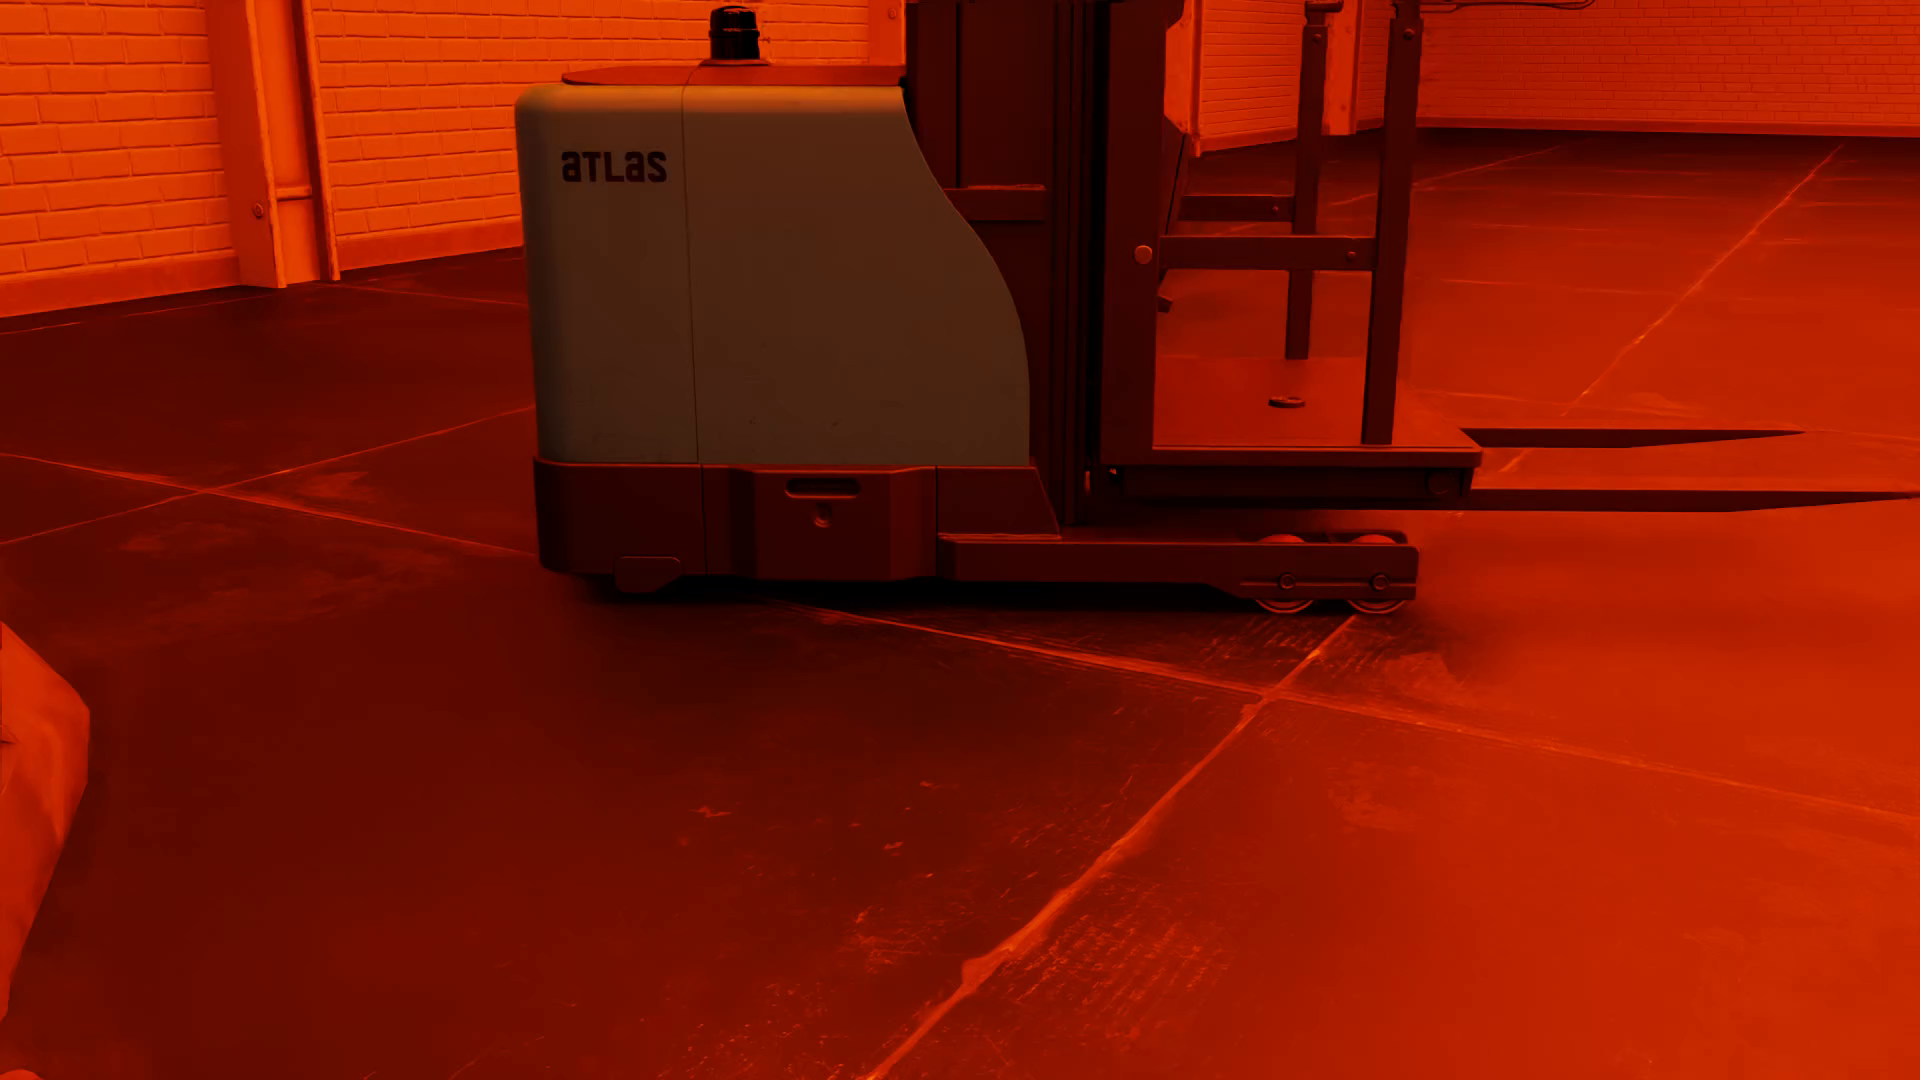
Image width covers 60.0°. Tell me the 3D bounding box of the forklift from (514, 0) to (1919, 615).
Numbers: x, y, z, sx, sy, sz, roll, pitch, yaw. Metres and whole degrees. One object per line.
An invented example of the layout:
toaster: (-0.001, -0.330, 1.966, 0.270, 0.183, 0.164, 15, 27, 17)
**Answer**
forklift: (0.610, -1.401, 3.611, 3.031, 2.935, 1.130, 0, 16, 1)
